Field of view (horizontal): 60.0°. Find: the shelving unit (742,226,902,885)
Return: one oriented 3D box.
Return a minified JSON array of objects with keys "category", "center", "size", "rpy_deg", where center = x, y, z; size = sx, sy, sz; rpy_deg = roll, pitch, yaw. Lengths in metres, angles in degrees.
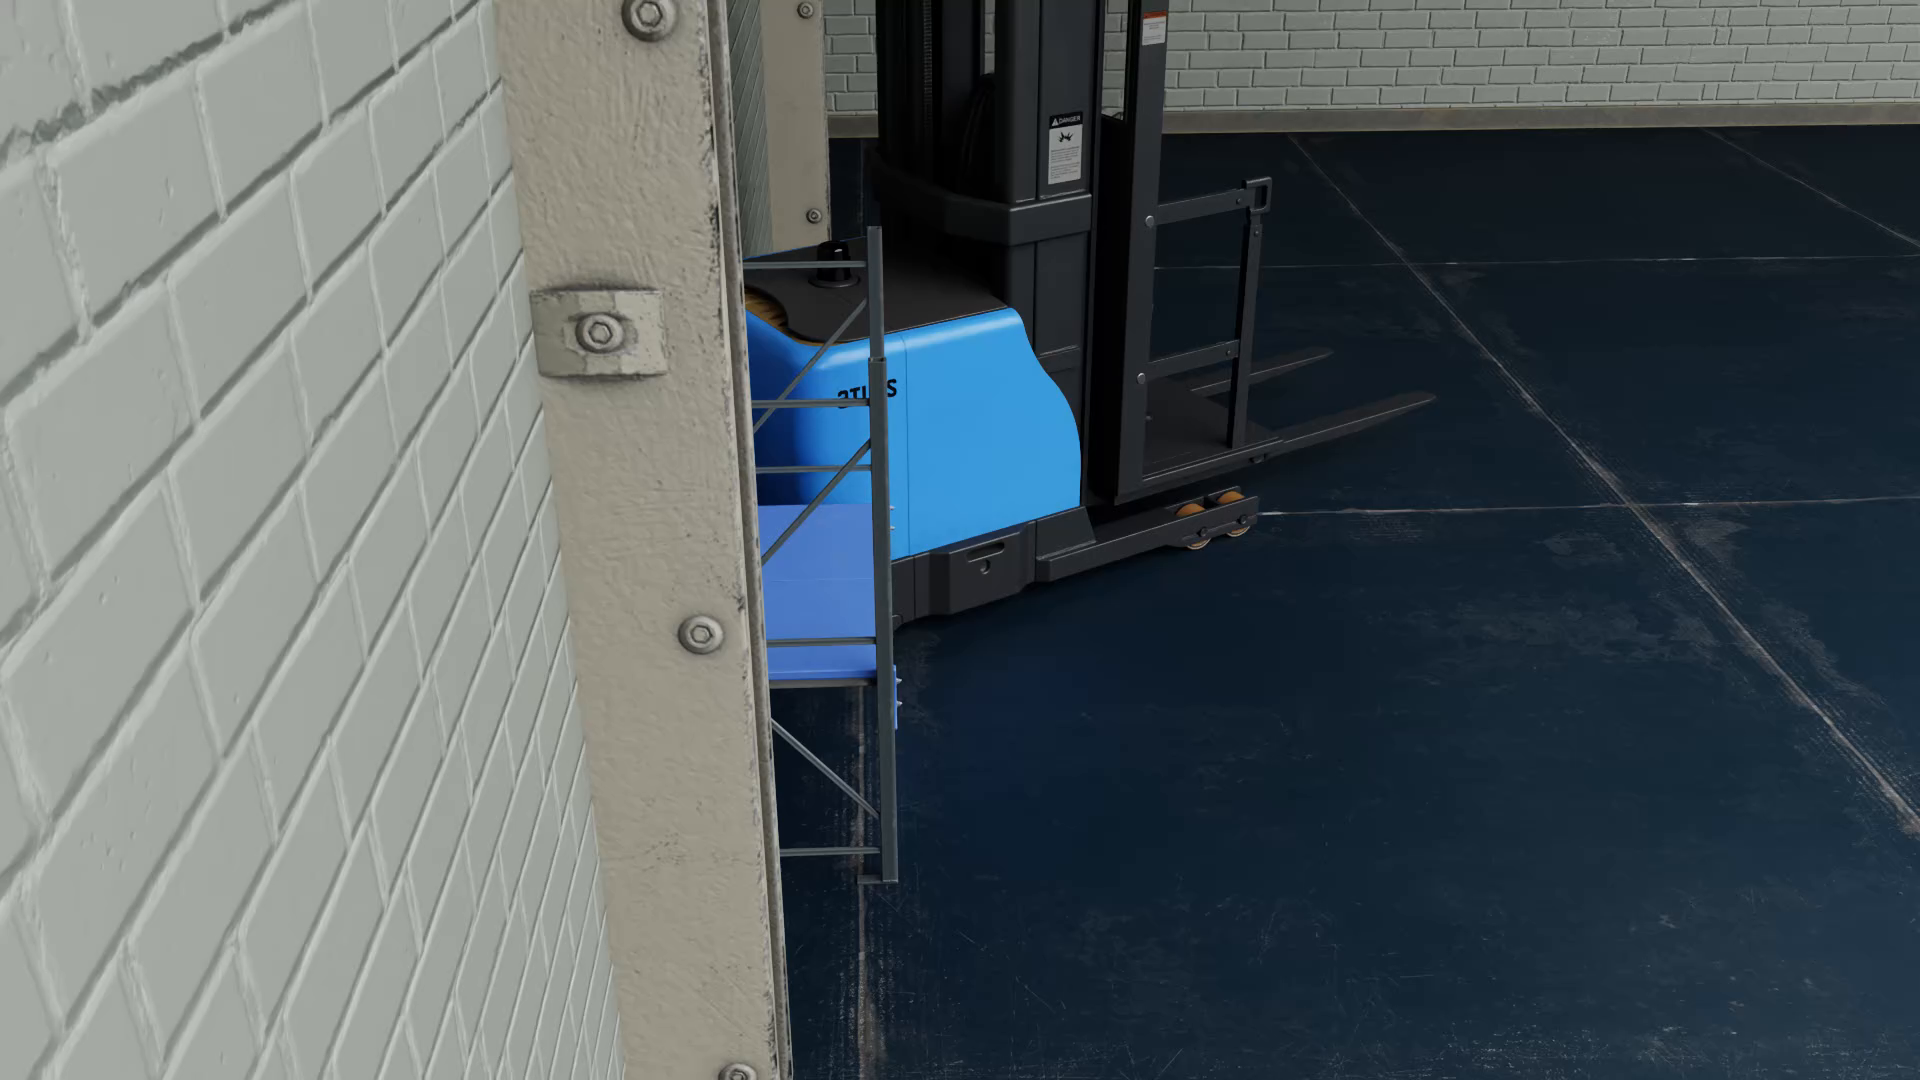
[{"category":"shelving unit","center":[-0.444,0.024,4.582],"size":[0.538,1.500,1.048],"rpy_deg":[-1,28,-3]}]

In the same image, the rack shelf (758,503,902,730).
[{"category":"rack shelf","center":[-0.444,0.183,4.665],"size":[0.538,0.185,1.000],"rpy_deg":[-1,28,-3]}]

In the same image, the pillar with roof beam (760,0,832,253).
[{"category":"pillar with roof beam","center":[3.452,-5.535,7.131],"size":[9.100,9.000,0.400],"rpy_deg":[-1,28,-3]}]

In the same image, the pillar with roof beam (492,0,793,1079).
[{"category":"pillar with roof beam","center":[3.765,-2.764,1.818],"size":[9.100,9.000,0.400],"rpy_deg":[-1,28,-3]}]

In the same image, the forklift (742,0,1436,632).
[{"category":"forklift","center":[0.526,-1.454,5.868],"size":[3.031,2.935,1.130],"rpy_deg":[-16,32,-28]}]

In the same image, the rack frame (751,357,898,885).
[{"category":"rack frame","center":[-0.417,0.259,4.132],"size":[0.500,1.500,0.032],"rpy_deg":[-1,28,-3]}]

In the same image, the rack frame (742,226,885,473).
[{"category":"rack frame","center":[-0.471,-0.211,5.032],"size":[0.500,1.500,0.032],"rpy_deg":[-1,28,-3]}]
